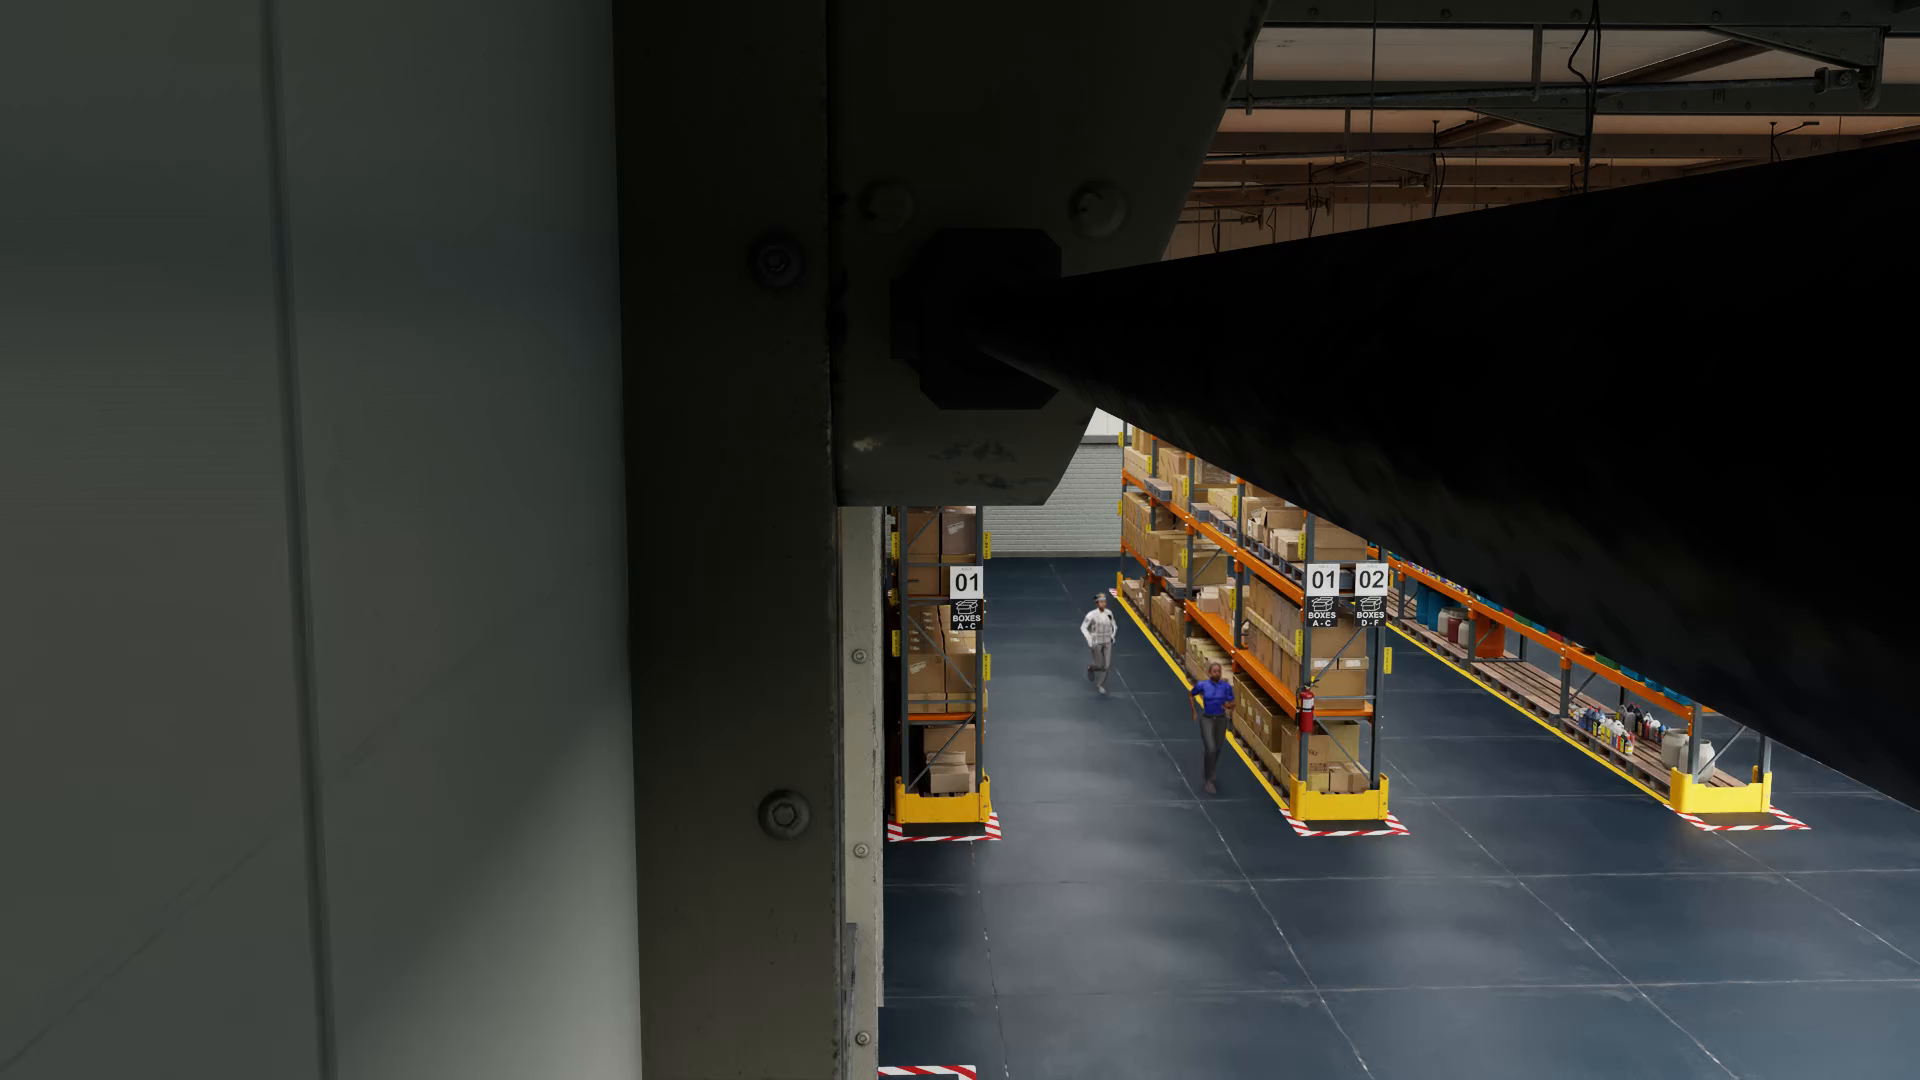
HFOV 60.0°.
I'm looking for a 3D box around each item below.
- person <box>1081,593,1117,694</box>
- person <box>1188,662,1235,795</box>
[{"bbox_3d":[2.311,1.684,27.371,0.615,1.657,0.555,-2,8,-17],"label":"person"},{"bbox_3d":[3.329,2.450,21.894,0.546,1.719,0.755,-2,8,-11],"label":"person"}]
